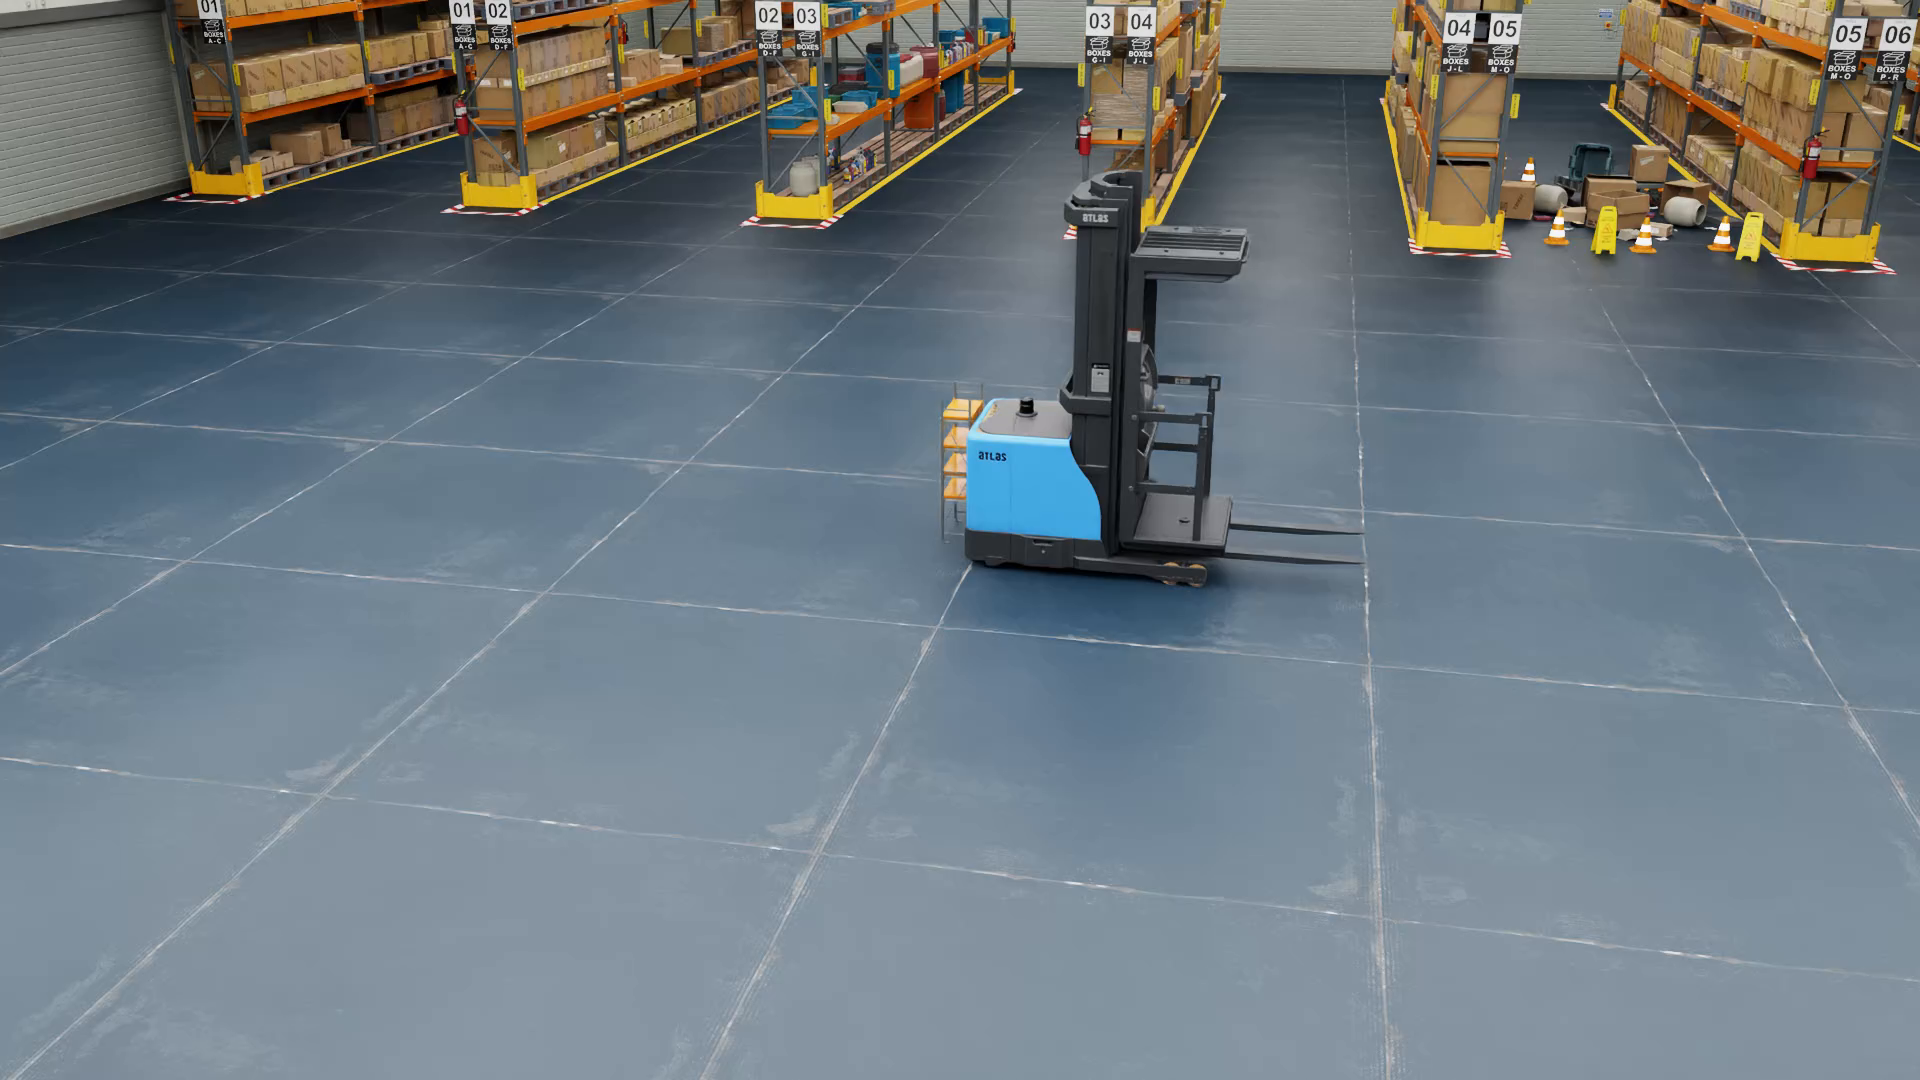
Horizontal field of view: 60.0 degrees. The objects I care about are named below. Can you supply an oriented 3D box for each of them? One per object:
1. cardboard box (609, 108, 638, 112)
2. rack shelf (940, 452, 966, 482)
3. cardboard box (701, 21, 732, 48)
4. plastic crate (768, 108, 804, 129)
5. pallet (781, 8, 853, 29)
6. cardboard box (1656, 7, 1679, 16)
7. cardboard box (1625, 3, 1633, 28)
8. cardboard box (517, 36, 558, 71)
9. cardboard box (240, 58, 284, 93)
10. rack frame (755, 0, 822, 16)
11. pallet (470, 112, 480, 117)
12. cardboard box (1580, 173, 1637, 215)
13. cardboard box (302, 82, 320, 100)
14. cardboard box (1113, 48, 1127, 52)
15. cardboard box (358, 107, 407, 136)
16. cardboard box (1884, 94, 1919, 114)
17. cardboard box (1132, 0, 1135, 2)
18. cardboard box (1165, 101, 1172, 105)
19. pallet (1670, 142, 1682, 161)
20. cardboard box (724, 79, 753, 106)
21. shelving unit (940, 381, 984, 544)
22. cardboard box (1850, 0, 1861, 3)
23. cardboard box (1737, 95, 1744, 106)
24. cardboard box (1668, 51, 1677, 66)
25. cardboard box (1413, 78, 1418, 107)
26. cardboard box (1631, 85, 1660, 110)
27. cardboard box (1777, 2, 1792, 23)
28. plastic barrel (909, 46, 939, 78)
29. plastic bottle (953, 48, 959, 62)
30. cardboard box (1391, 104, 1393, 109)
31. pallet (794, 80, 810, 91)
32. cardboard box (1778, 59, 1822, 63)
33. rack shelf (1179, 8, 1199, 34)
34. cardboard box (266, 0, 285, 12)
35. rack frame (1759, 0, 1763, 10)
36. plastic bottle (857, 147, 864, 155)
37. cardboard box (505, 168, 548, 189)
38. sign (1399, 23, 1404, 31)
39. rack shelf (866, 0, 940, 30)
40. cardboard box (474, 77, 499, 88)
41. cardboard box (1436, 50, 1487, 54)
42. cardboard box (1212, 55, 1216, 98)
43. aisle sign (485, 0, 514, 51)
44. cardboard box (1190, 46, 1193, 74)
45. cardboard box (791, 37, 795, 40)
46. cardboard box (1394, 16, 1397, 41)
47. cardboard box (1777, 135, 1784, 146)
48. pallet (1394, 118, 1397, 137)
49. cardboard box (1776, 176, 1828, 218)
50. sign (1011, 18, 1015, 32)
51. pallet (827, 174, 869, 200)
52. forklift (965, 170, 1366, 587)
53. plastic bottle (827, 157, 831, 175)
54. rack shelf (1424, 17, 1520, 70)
[{"bbox_3d":[-6.460,-8.161,31.999,0.500,0.311,0.500,4,22,10],"label":"cardboard box"},{"bbox_3d":[0.019,-0.556,13.338,0.258,0.148,0.480,5,22,11],"label":"rack shelf"},{"bbox_3d":[-5.240,-10.771,35.416,0.700,0.500,0.500,-1,22,-3],"label":"cardboard box"},{"bbox_3d":[-2.731,-6.550,25.830,0.499,0.251,0.616,4,22,11],"label":"plastic crate"},{"bbox_3d":[-2.276,-8.012,25.499,1.003,0.211,1.213,4,22,11],"label":"pallet"},{"bbox_3d":[14.210,-10.616,33.388,0.380,0.149,0.250,4,22,10],"label":"cardboard box"},{"bbox_3d":[14.898,-11.488,36.420,0.500,0.500,0.500,4,22,10],"label":"cardboard box"},{"bbox_3d":[-7.066,-8.006,27.377,0.700,0.500,0.500,5,22,11],"label":"cardboard box"},{"bbox_3d":[-11.737,-7.787,27.874,0.500,0.500,0.500,5,22,11],"label":"cardboard box"},{"bbox_3d":[-2.540,-9.195,24.171,1.000,3.000,0.127,4,22,11],"label":"rack frame"},{"bbox_3d":[-10.372,-9.083,35.654,1.003,0.211,1.213,4,22,11],"label":"pallet"},{"bbox_3d":[10.073,-5.363,25.844,0.797,0.637,0.503,4,22,11],"label":"cardboard box"},{"bbox_3d":[-11.521,-7.823,28.968,0.500,0.250,0.500,5,22,11],"label":"cardboard box"},{"bbox_3d":[2.380,-7.269,25.548,0.500,0.500,0.500,4,22,11],"label":"cardboard box"},{"bbox_3d":[-11.233,-8.139,32.334,0.700,0.500,0.500,4,22,10],"label":"cardboard box"},{"bbox_3d":[19.493,-8.884,34.211,0.700,0.500,0.500,4,22,9],"label":"cardboard box"},{"bbox_3d":[2.508,-8.333,25.711,0.380,0.149,0.250,5,22,12],"label":"cardboard box"},{"bbox_3d":[3.308,-7.190,27.557,0.380,0.149,0.250,4,22,11],"label":"cardboard box"},{"bbox_3d":[13.877,-7.195,30.965,1.003,0.211,1.213,4,22,11],"label":"pallet"},{"bbox_3d":[-4.869,-9.842,36.564,0.500,0.500,0.500,5,22,11],"label":"cardboard box"},{"bbox_3d":[0.019,-0.618,13.313,0.258,1.200,0.503,5,22,11],"label":"shelving unit"},{"bbox_3d":[12.510,-7.403,23.004,0.380,0.149,0.250,4,22,11],"label":"cardboard box"},{"bbox_3d":[12.661,-7.030,26.598,0.380,0.149,0.250,5,22,12],"label":"cardboard box"},{"bbox_3d":[13.784,-9.131,31.572,0.500,0.250,0.500,4,22,9],"label":"cardboard box"},{"bbox_3d":[7.908,-7.525,27.920,0.500,0.500,0.500,4,22,10],"label":"cardboard box"},{"bbox_3d":[15.059,-9.553,35.957,0.875,0.438,0.875,5,22,12],"label":"cardboard box"},{"bbox_3d":[12.257,-7.691,24.252,0.500,0.250,0.500,5,22,11],"label":"cardboard box"},{"bbox_3d":[-0.706,-9.209,32.052,0.600,0.536,0.708,4,22,11],"label":"plastic barrel"},{"bbox_3d":[-0.108,-10.123,34.670,0.152,0.276,0.135,4,22,11],"label":"plastic bottle"},{"bbox_3d":[9.550,-9.429,36.035,0.380,0.149,0.250,4,22,11],"label":"cardboard box"},{"bbox_3d":[-4.301,-11.030,40.489,1.003,0.211,1.213,4,22,11],"label":"pallet"},{"bbox_3d":[12.252,-6.682,24.090,0.700,0.500,0.500,4,22,11],"label":"cardboard box"},{"bbox_3d":[3.533,-9.287,29.376,1.077,0.370,4.000,4,22,11],"label":"rack shelf"},{"bbox_3d":[-11.679,-9.102,27.793,0.500,0.500,0.500,6,23,13],"label":"cardboard box"},{"bbox_3d":[12.826,-9.525,24.990,1.000,3.000,0.127,4,22,11],"label":"rack frame"},{"bbox_3d":[-1.715,-6.604,28.724,0.144,0.351,0.185,4,22,11],"label":"plastic bottle"},{"bbox_3d":[-7.062,-5.890,27.112,0.500,0.250,0.500,4,22,11],"label":"cardboard box"},{"bbox_3d":[9.059,-10.449,34.154,0.100,0.325,0.005,4,22,11],"label":"sign"},{"bbox_3d":[-1.316,-9.665,30.314,1.077,0.370,4.000,4,22,11],"label":"rack shelf"},{"bbox_3d":[-7.497,-7.293,26.475,0.380,0.149,0.250,4,22,10],"label":"cardboard box"},{"bbox_3d":[7.852,-7.311,25.876,0.875,0.550,0.550,4,22,11],"label":"cardboard box"},{"bbox_3d":[5.335,-10.523,37.779,0.875,0.875,0.875,4,22,11],"label":"cardboard box"},{"bbox_3d":[-7.102,-7.950,25.629,0.394,0.787,0.004,4,22,11],"label":"aisle sign"},{"bbox_3d":[3.854,-8.790,30.498,0.700,0.500,0.500,8,23,19],"label":"cardboard box"},{"bbox_3d":[-4.158,-12.133,39.361,0.500,0.500,0.500,5,22,11],"label":"cardboard box"},{"bbox_3d":[10.046,-11.513,37.423,0.500,0.500,0.500,6,23,13],"label":"cardboard box"},{"bbox_3d":[12.069,-5.789,24.080,0.380,0.149,0.250,4,22,10],"label":"cardboard box"},{"bbox_3d":[9.435,-8.430,34.034,1.003,0.211,1.213,4,22,11],"label":"pallet"},{"bbox_3d":[11.918,-4.860,23.550,0.500,0.500,0.500,5,22,11],"label":"cardboard box"},{"bbox_3d":[1.266,-12.304,39.701,0.100,0.325,0.005,4,22,11],"label":"sign"},{"bbox_3d":[-2.149,-5.892,27.731,1.003,0.211,1.213,4,22,11],"label":"pallet"},{"bbox_3d":[1.606,-1.224,12.499,3.031,2.935,1.130,5,22,11],"label":"forklift"},{"bbox_3d":[-2.270,-6.326,28.133,0.152,0.276,0.135,4,22,11],"label":"plastic bottle"},{"bbox_3d":[7.552,-7.409,24.713,1.077,0.370,4.000,4,22,11],"label":"rack shelf"}]
